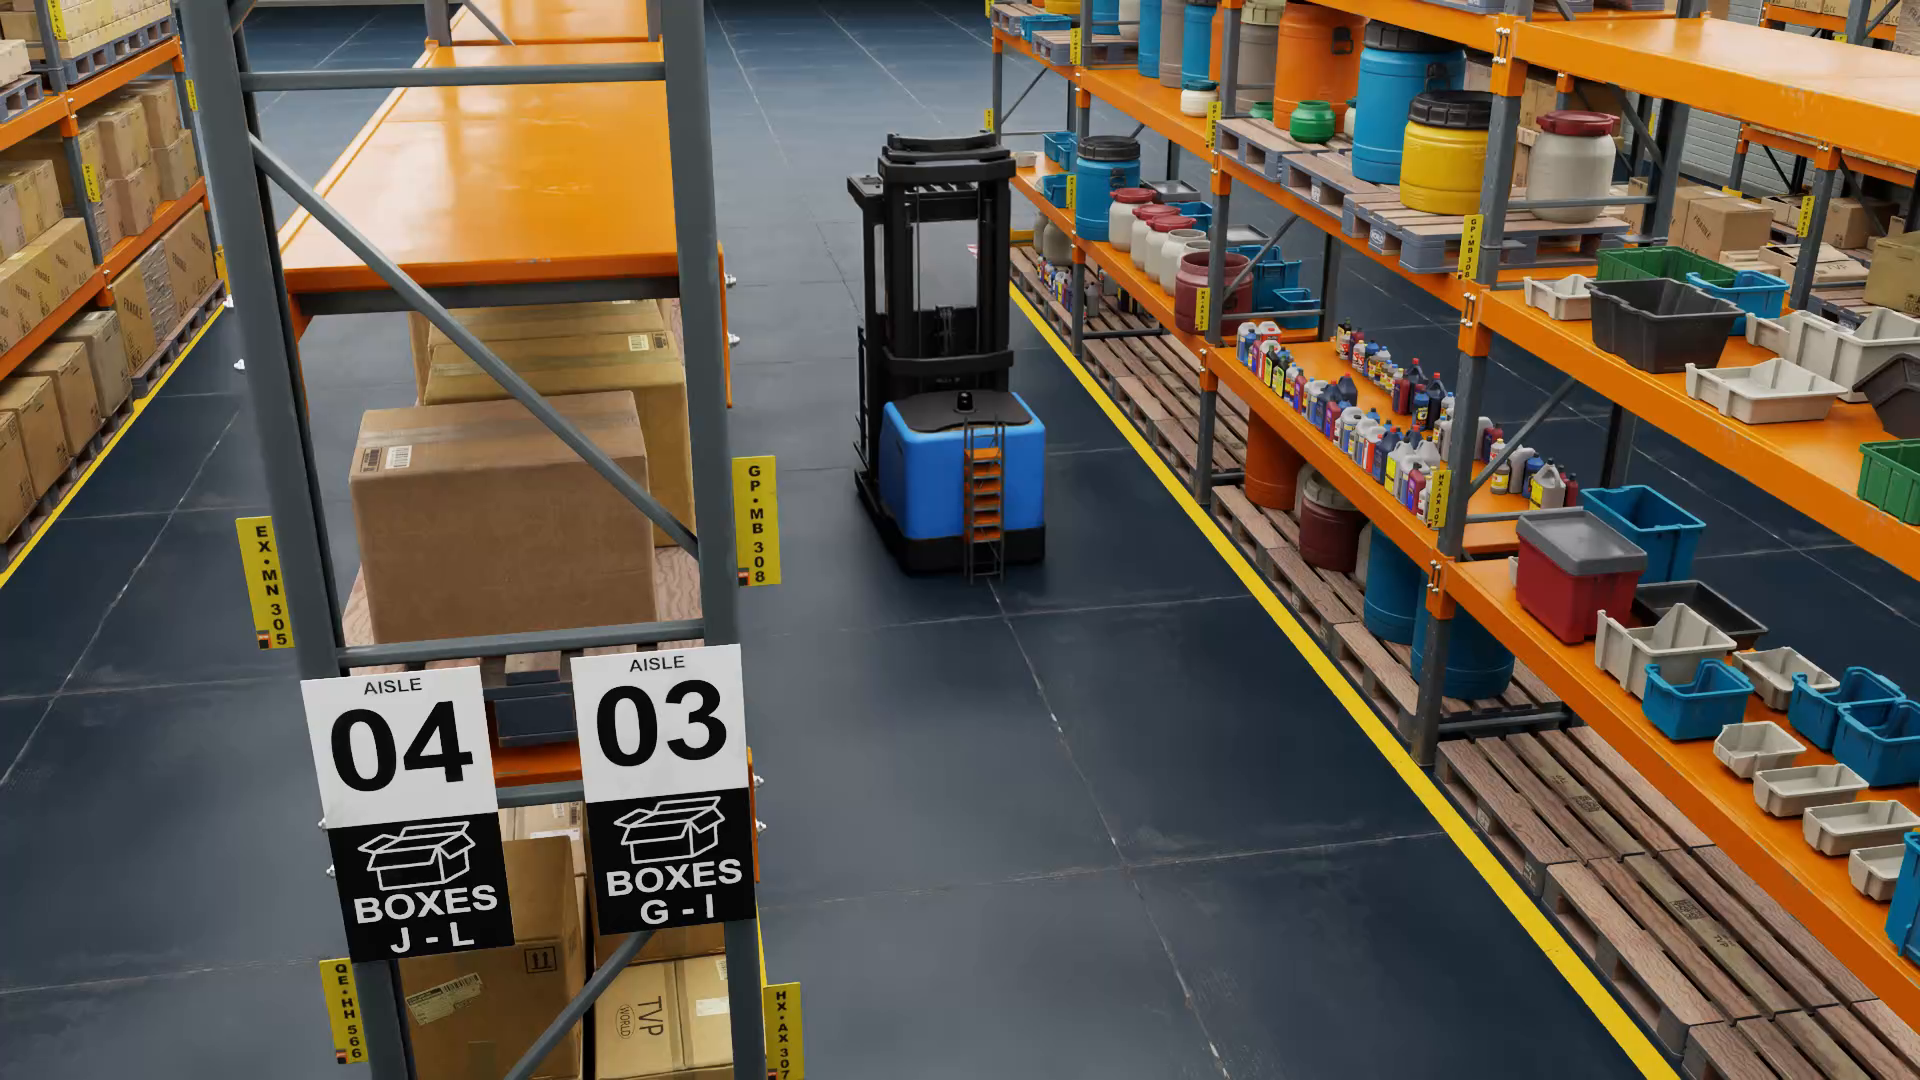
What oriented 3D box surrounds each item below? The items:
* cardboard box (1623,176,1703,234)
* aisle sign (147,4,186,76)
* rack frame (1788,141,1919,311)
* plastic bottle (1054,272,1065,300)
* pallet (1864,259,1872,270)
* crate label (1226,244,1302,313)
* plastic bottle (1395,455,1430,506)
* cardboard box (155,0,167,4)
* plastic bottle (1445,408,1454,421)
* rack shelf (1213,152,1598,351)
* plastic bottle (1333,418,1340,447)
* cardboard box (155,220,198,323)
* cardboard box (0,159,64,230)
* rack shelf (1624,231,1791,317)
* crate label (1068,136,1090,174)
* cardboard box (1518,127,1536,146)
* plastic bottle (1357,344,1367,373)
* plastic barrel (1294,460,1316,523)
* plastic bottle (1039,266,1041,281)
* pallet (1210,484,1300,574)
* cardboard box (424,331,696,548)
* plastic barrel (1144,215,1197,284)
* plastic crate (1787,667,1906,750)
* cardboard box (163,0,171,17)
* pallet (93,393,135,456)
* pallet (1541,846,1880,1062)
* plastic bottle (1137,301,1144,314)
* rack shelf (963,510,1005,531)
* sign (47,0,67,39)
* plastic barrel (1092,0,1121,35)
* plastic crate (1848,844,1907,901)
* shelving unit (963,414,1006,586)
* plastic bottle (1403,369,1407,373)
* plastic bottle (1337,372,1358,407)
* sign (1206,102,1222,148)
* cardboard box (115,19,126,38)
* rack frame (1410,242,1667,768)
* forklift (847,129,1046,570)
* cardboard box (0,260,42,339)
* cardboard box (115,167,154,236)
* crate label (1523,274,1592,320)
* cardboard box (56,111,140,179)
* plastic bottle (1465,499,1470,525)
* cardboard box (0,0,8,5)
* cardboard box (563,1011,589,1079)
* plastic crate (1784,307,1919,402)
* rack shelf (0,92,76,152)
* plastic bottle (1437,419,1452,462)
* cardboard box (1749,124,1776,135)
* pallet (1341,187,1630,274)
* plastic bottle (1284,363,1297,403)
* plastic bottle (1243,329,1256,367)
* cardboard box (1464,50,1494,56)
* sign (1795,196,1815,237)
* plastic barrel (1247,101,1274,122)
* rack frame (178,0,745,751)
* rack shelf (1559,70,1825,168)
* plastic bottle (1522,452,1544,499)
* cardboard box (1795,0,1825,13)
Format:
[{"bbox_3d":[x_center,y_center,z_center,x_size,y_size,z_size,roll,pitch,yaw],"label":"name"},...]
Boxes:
[{"bbox_3d":[6.717,-3.179,15.899,0.500,0.500,0.500,-3,24,-6],"label":"cardboard box"},{"bbox_3d":[-8.594,-5.399,17.860,0.394,0.787,0.004,-4,24,-10],"label":"aisle sign"},{"bbox_3d":[7.233,-2.070,13.485,1.000,3.000,0.127,-4,24,-10],"label":"rack frame"},{"bbox_3d":[1.101,-2.731,17.851,0.152,0.276,0.135,-4,24,-9],"label":"plastic bottle"},{"bbox_3d":[11.202,-2.995,19.087,1.003,0.211,1.213,-4,24,-10],"label":"pallet"},{"bbox_3d":[2.447,-2.132,13.583,0.502,0.435,0.616,-4,24,-10],"label":"crate label"},{"bbox_3d":[2.646,-0.350,9.701,0.152,0.276,0.135,-4,24,-10],"label":"plastic bottle"},{"bbox_3d":[-8.510,-5.667,17.138,0.500,0.250,0.500,-4,24,-9],"label":"cardboard box"},{"bbox_3d":[3.179,-0.741,10.596,0.152,0.276,0.135,-4,24,-10],"label":"plastic bottle"},{"bbox_3d":[2.734,-1.963,10.392,1.077,0.370,4.000,-4,24,-10],"label":"rack shelf"},{"bbox_3d":[2.437,-0.702,10.600,0.097,0.201,0.097,0,24,0],"label":"plastic bottle"},{"bbox_3d":[-8.520,-2.769,17.215,0.875,0.875,0.875,-5,24,-11],"label":"cardboard box"},{"bbox_3d":[-8.038,-2.894,13.996,0.700,0.500,0.500,-5,24,-11],"label":"cardboard box"},{"bbox_3d":[6.863,-2.527,15.430,1.077,0.370,4.000,-4,24,-10],"label":"rack shelf"},{"bbox_3d":[1.491,-4.164,18.235,0.502,0.435,0.616,-4,24,-10],"label":"crate label"},{"bbox_3d":[6.138,-4.278,17.605,0.380,0.149,0.250,-5,24,-11],"label":"cardboard box"},{"bbox_3d":[2.923,-1.311,11.994,0.097,0.201,0.097,0,24,0],"label":"plastic bottle"},{"bbox_3d":[2.664,-0.351,12.132,0.421,0.512,0.421,0,24,0],"label":"plastic barrel"},{"bbox_3d":[0.933,-2.994,18.547,0.097,0.201,0.097,0,24,0],"label":"plastic bottle"},{"bbox_3d":[2.551,-0.120,12.504,1.003,0.211,1.213,-4,24,-10],"label":"pallet"},{"bbox_3d":[-1.158,-0.281,4.867,0.700,0.500,0.500,-5,24,-12],"label":"cardboard box"},{"bbox_3d":[1.802,-2.490,14.275,0.433,0.535,0.433,0,24,0],"label":"plastic barrel"},{"bbox_3d":[3.823,0.733,7.200,0.416,0.233,0.300,-4,24,-10],"label":"plastic crate"},{"bbox_3d":[-8.481,-5.550,17.369,0.380,0.149,0.250,-4,24,-10],"label":"cardboard box"},{"bbox_3d":[-7.919,-1.009,14.539,1.003,0.211,1.213,-4,24,-10],"label":"pallet"},{"bbox_3d":[3.507,1.913,7.848,1.003,0.211,1.213,-4,24,-10],"label":"pallet"},{"bbox_3d":[1.910,-2.515,17.356,0.152,0.276,0.135,-3,24,-8],"label":"plastic bottle"},{"bbox_3d":[0.168,-0.121,11.681,0.258,0.103,0.180,-6,24,-12],"label":"rack shelf"},{"bbox_3d":[-7.604,-4.384,13.997,0.100,0.325,0.005,-4,24,-10],"label":"sign"},{"bbox_3d":[1.546,-5.475,16.381,0.600,0.901,0.708,-4,24,-10],"label":"plastic barrel"},{"bbox_3d":[3.515,1.227,6.189,0.396,0.136,0.243,-4,24,-10],"label":"plastic crate"},{"bbox_3d":[0.168,-0.272,11.615,0.258,1.200,0.189,-6,24,-12],"label":"shelving unit"},{"bbox_3d":[3.070,-1.075,11.351,0.061,0.283,0.133,-4,24,-10],"label":"plastic bottle"},{"bbox_3d":[2.534,-0.944,10.968,0.144,0.351,0.185,-4,24,-10],"label":"plastic bottle"},{"bbox_3d":[1.825,-2.988,11.970,0.100,0.325,0.005,-4,24,-10],"label":"sign"},{"bbox_3d":[-8.150,-4.849,15.764,0.380,0.149,0.250,-4,24,-9],"label":"cardboard box"},{"bbox_3d":[3.104,-0.132,9.047,1.000,3.000,0.127,-4,24,-10],"label":"rack frame"},{"bbox_3d":[-0.226,-1.691,12.702,1.130,2.935,3.031,-6,24,-12],"label":"forklift"},{"bbox_3d":[-7.493,-1.848,12.851,0.500,0.500,0.500,-5,24,-10],"label":"cardboard box"},{"bbox_3d":[-8.324,-3.233,15.961,0.875,0.550,0.550,-4,24,-10],"label":"cardboard box"},{"bbox_3d":[2.911,-1.172,8.009,0.293,0.136,0.466,-4,24,-10],"label":"crate label"},{"bbox_3d":[-8.351,-3.726,15.740,0.875,0.550,0.550,-4,24,-10],"label":"cardboard box"},{"bbox_3d":[2.833,-0.188,9.425,0.097,0.201,0.097,0,24,0],"label":"plastic bottle"},{"bbox_3d":[-8.609,-4.766,14.578,0.380,0.149,0.250,-4,24,-10],"label":"cardboard box"},{"bbox_3d":[-1.374,1.569,4.967,0.500,0.250,0.500,-5,24,-11],"label":"cardboard box"},{"bbox_3d":[3.737,-0.773,6.916,0.437,0.282,0.530,-4,24,-10],"label":"plastic crate"},{"bbox_3d":[-7.766,-2.843,12.405,1.077,0.370,4.000,-4,24,-10],"label":"rack shelf"},{"bbox_3d":[3.072,-0.638,10.361,0.152,0.276,0.135,-4,24,-10],"label":"plastic bottle"},{"bbox_3d":[10.400,-5.310,21.066,0.500,0.250,0.500,-5,24,-11],"label":"cardboard box"},{"bbox_3d":[2.863,-1.721,9.174,1.213,0.211,1.003,-4,24,-10],"label":"pallet"},{"bbox_3d":[2.274,-1.079,11.377,0.097,0.271,0.097,0,24,0],"label":"plastic bottle"},{"bbox_3d":[2.121,-1.404,12.121,0.097,0.271,0.097,0,24,0],"label":"plastic bottle"},{"bbox_3d":[5.940,-5.446,19.467,0.700,0.500,0.500,-5,24,-11],"label":"cardboard box"},{"bbox_3d":[6.688,-2.559,13.156,0.100,0.325,0.005,-4,24,-10],"label":"sign"},{"bbox_3d":[2.269,-3.102,12.294,0.294,0.245,0.294,0,24,0],"label":"plastic barrel"},{"bbox_3d":[-1.024,-0.941,3.404,1.000,3.000,0.127,-4,24,-10],"label":"rack frame"},{"bbox_3d":[6.863,-3.902,14.830,1.077,0.370,4.000,-4,24,-10],"label":"rack shelf"},{"bbox_3d":[3.374,-0.384,9.784,0.097,0.271,0.097,0,24,0],"label":"plastic bottle"},{"bbox_3d":[10.502,-6.651,20.075,0.500,0.500,0.500,-3,24,-6],"label":"cardboard box"}]
